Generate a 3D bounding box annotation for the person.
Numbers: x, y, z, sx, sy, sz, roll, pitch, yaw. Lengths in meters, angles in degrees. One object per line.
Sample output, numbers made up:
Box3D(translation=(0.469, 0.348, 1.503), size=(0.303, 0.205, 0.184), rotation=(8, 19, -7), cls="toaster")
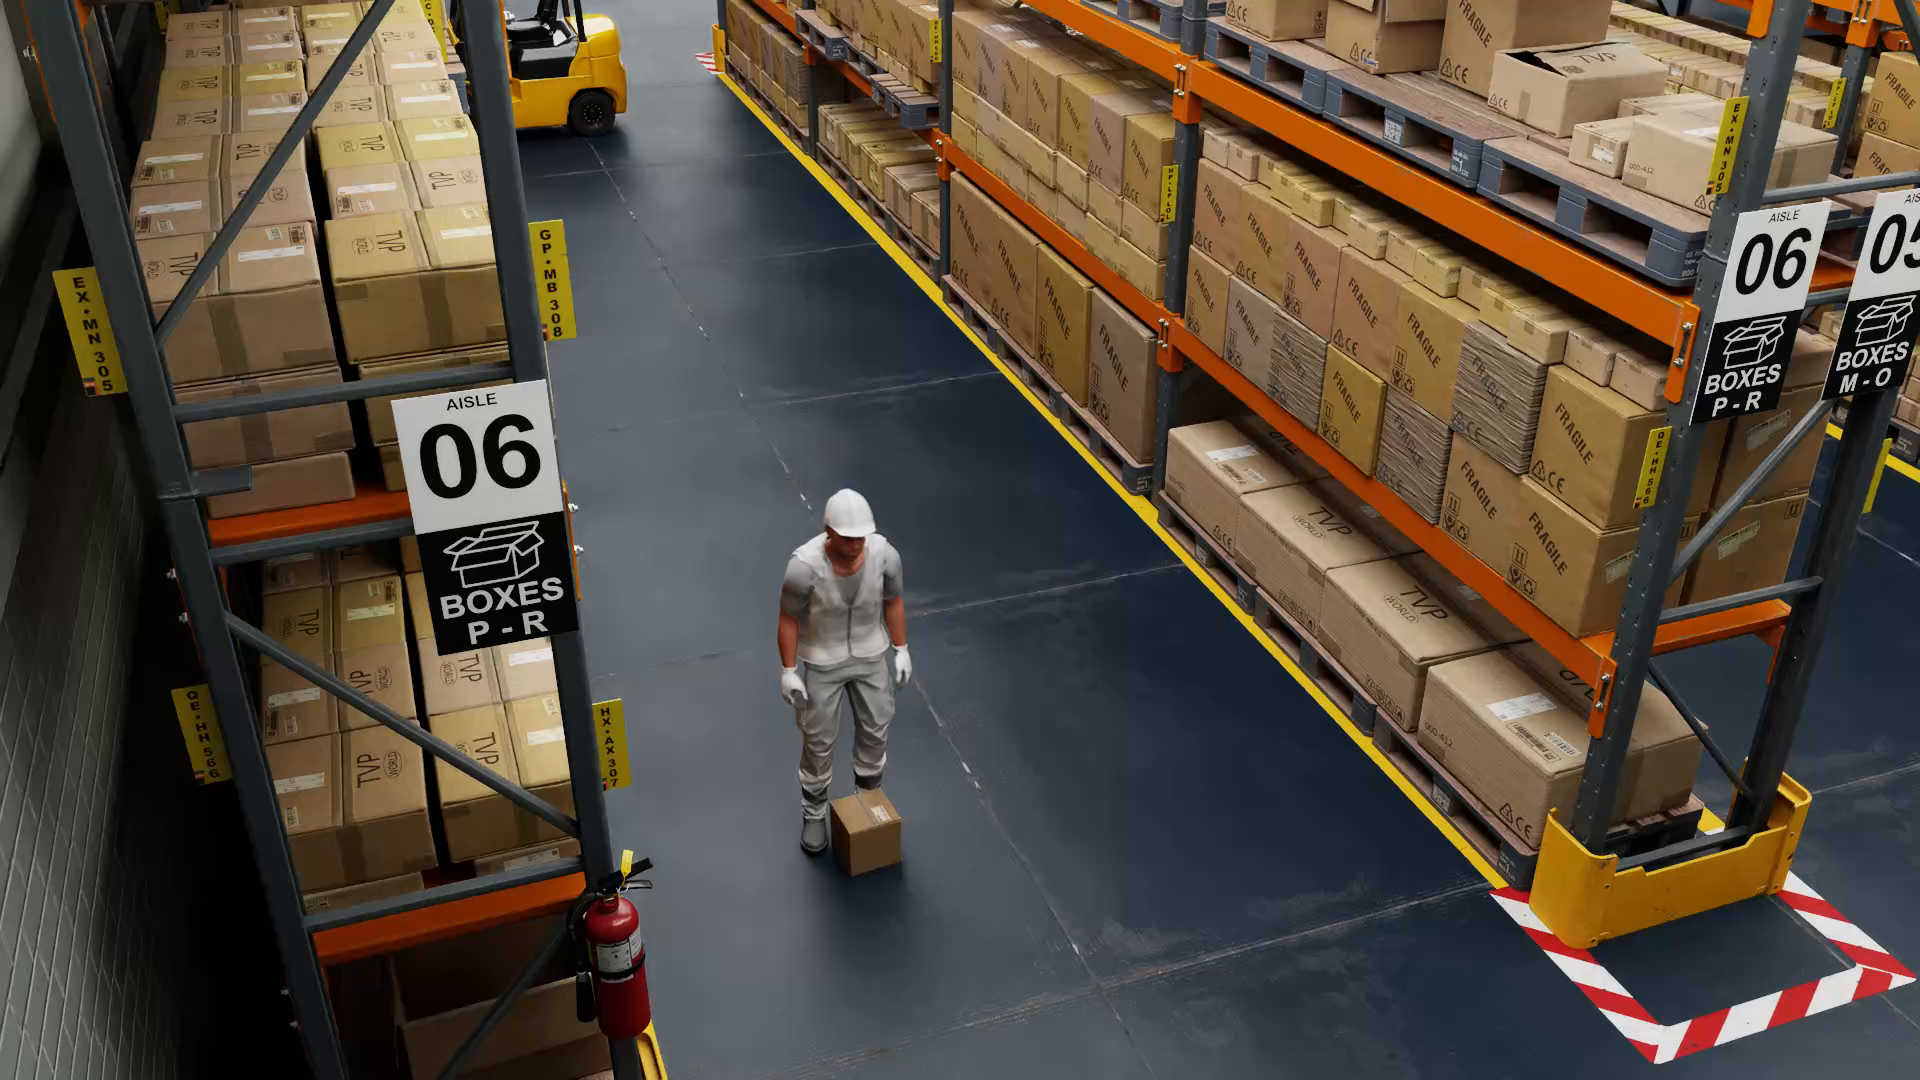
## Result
Box3D(translation=(-0.505, 0.555, 7.354), size=(0.607, 1.779, 0.451), rotation=(-10, 31, -18), cls="person")
